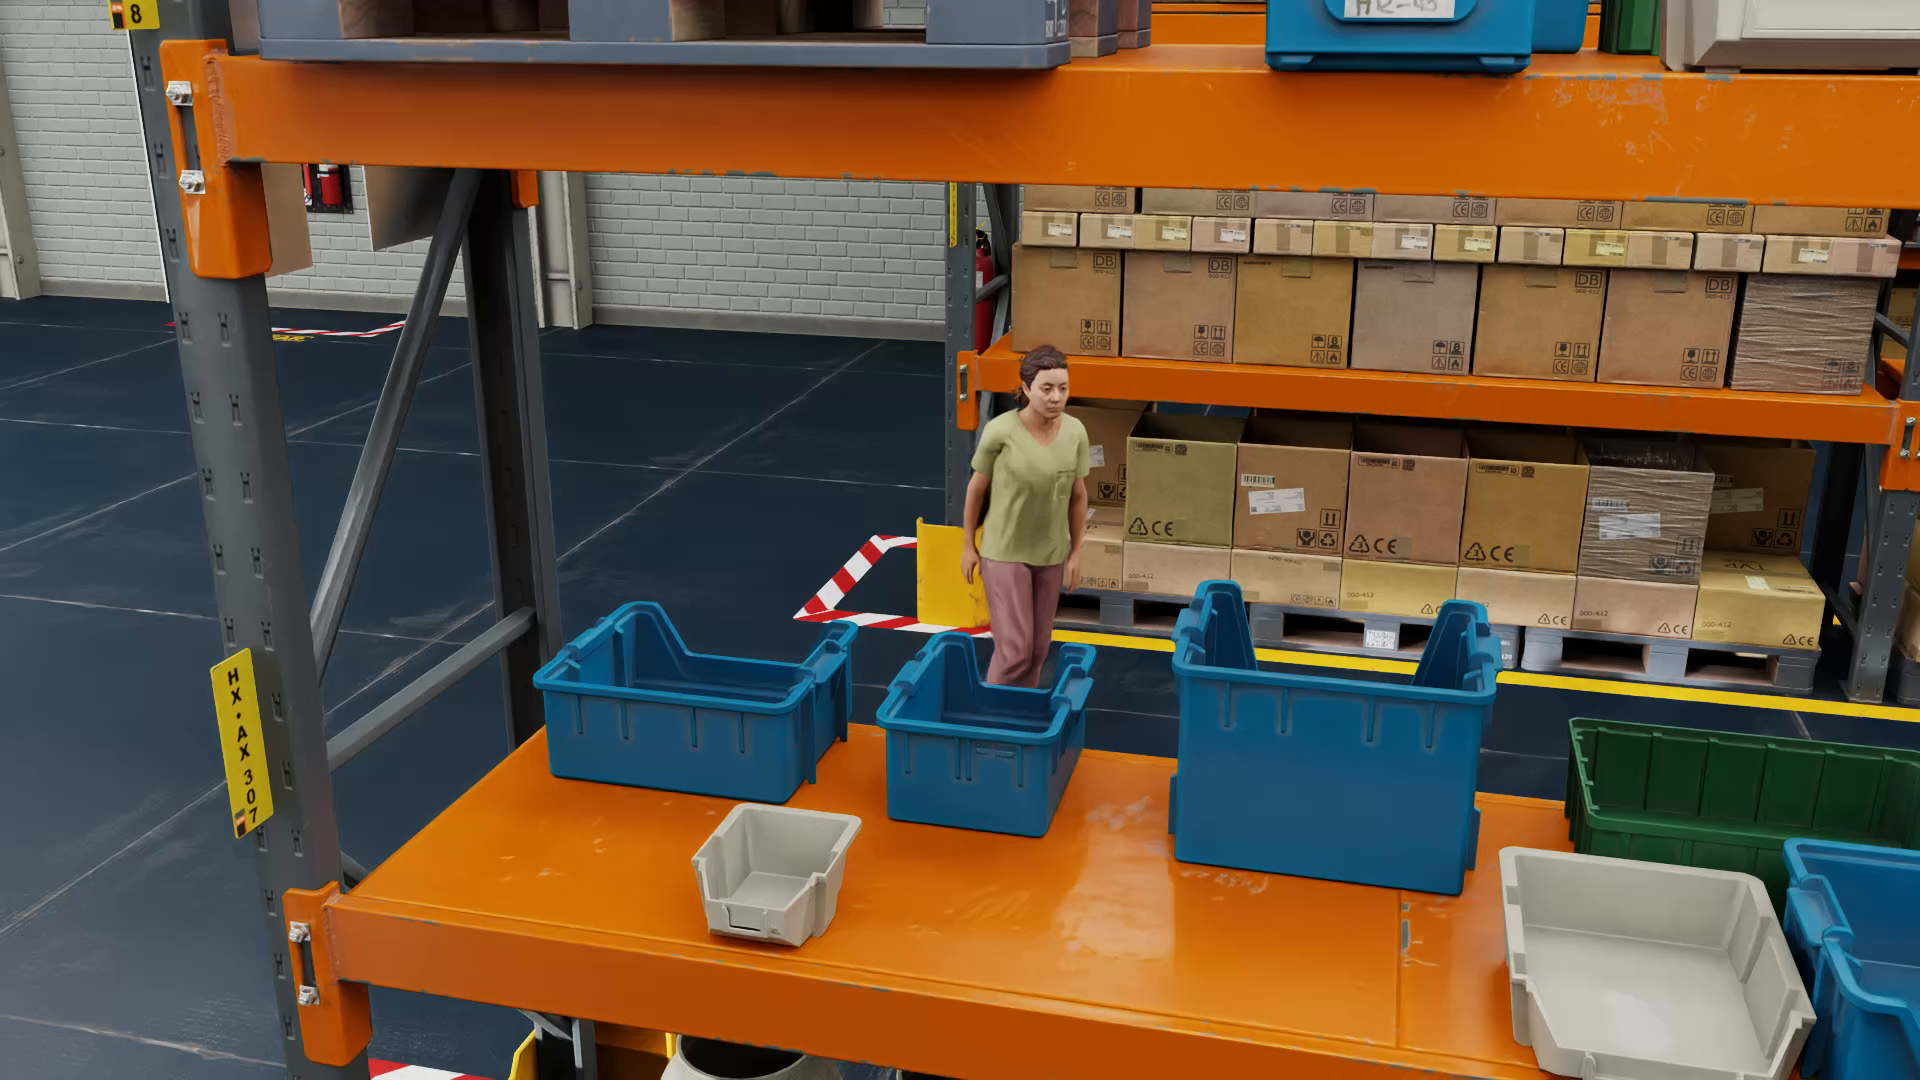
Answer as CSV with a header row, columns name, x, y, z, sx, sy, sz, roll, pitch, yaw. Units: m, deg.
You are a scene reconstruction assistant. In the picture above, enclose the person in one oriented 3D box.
name,x,y,z,sx,sy,sz,roll,pitch,yaw
person,0.264,0.073,6.292,0.468,1.658,0.469,-8,20,-24
